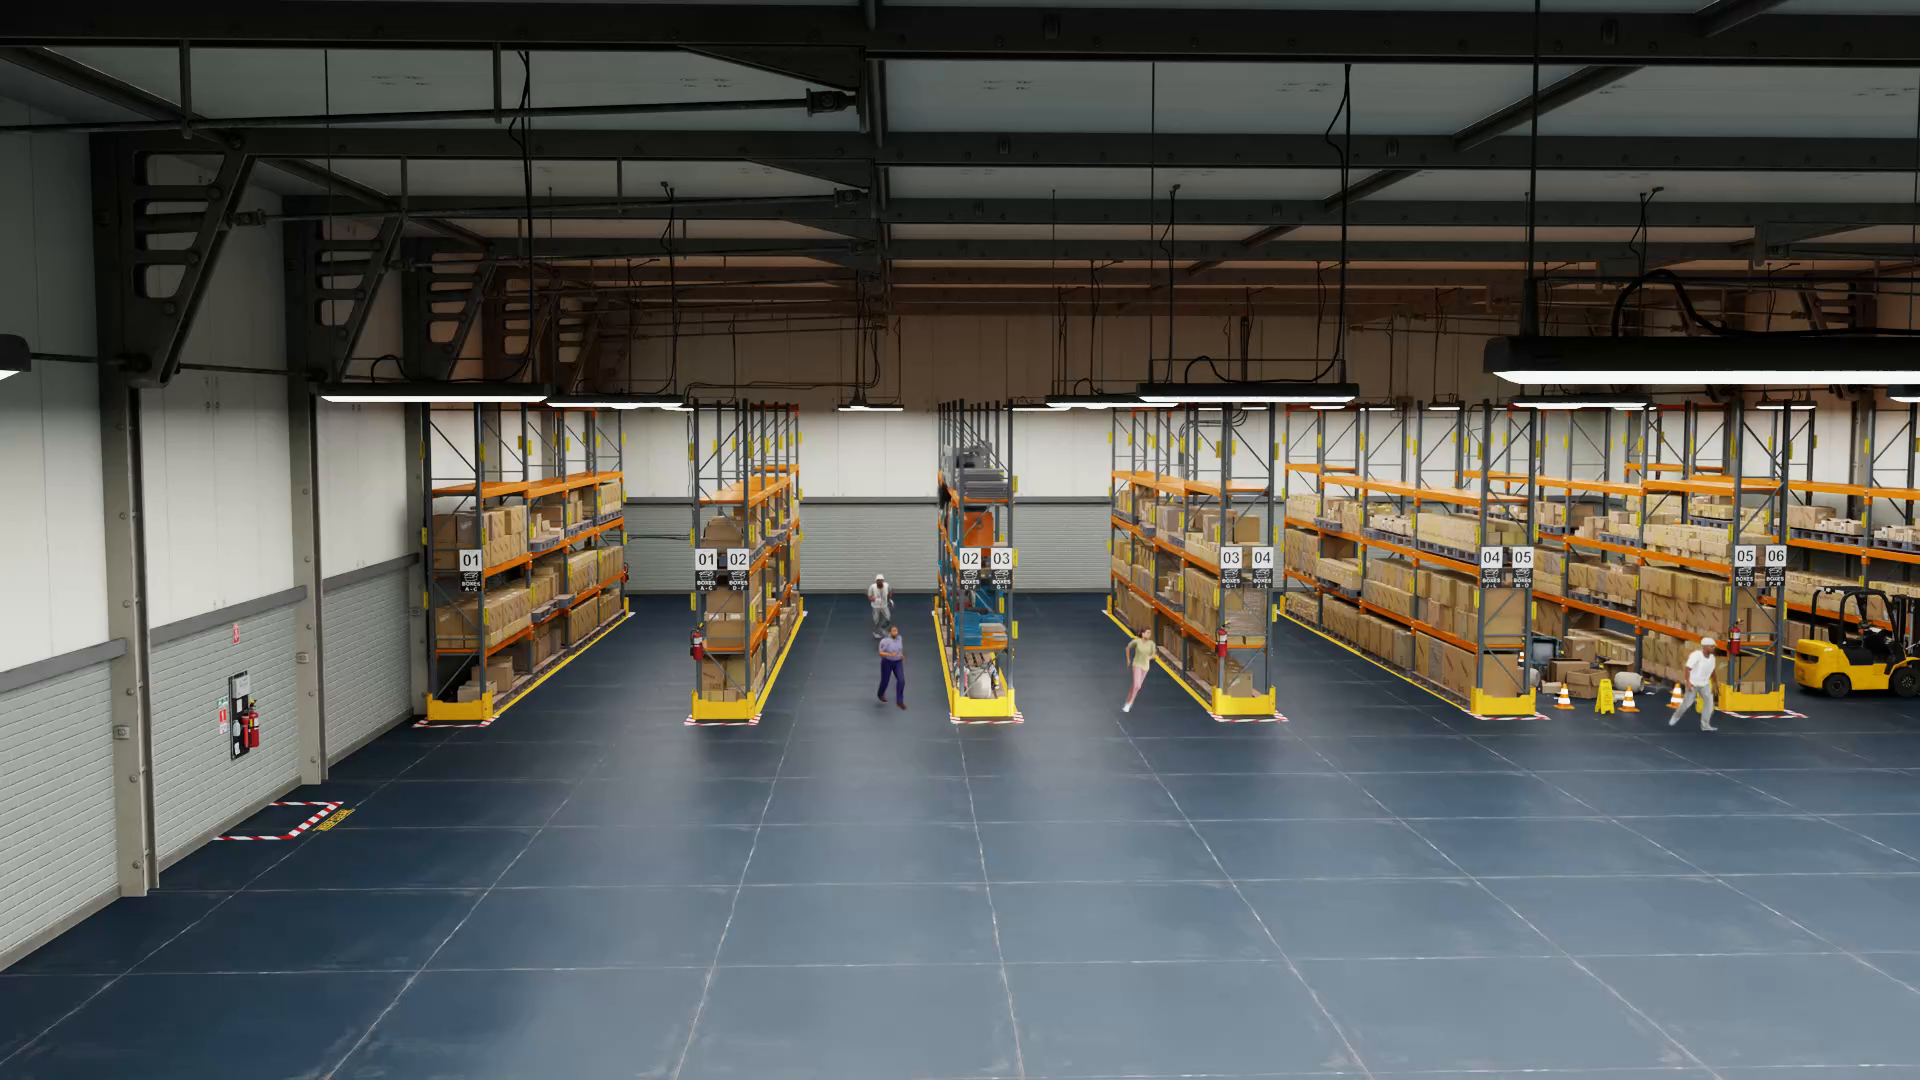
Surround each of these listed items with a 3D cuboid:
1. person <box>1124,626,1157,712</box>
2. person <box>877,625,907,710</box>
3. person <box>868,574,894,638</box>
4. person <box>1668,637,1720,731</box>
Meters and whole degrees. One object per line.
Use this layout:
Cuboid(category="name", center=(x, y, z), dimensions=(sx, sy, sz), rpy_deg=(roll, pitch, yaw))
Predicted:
Cuboid(category="person", center=(3.418, 2.457, 32.066), dimensions=(0.722, 1.610, 0.724), rpy_deg=(-1, 4, -13))
Cuboid(category="person", center=(-1.354, 2.449, 32.485), dimensions=(0.613, 1.638, 0.954), rpy_deg=(-2, 5, -26))
Cuboid(category="person", center=(-2.000, 1.687, 42.130), dimensions=(0.714, 1.670, 0.867), rpy_deg=(-1, 4, -14))
Cuboid(category="person", center=(13.339, 2.596, 30.152), dimensions=(0.783, 1.709, 0.870), rpy_deg=(-2, 5, -23))
